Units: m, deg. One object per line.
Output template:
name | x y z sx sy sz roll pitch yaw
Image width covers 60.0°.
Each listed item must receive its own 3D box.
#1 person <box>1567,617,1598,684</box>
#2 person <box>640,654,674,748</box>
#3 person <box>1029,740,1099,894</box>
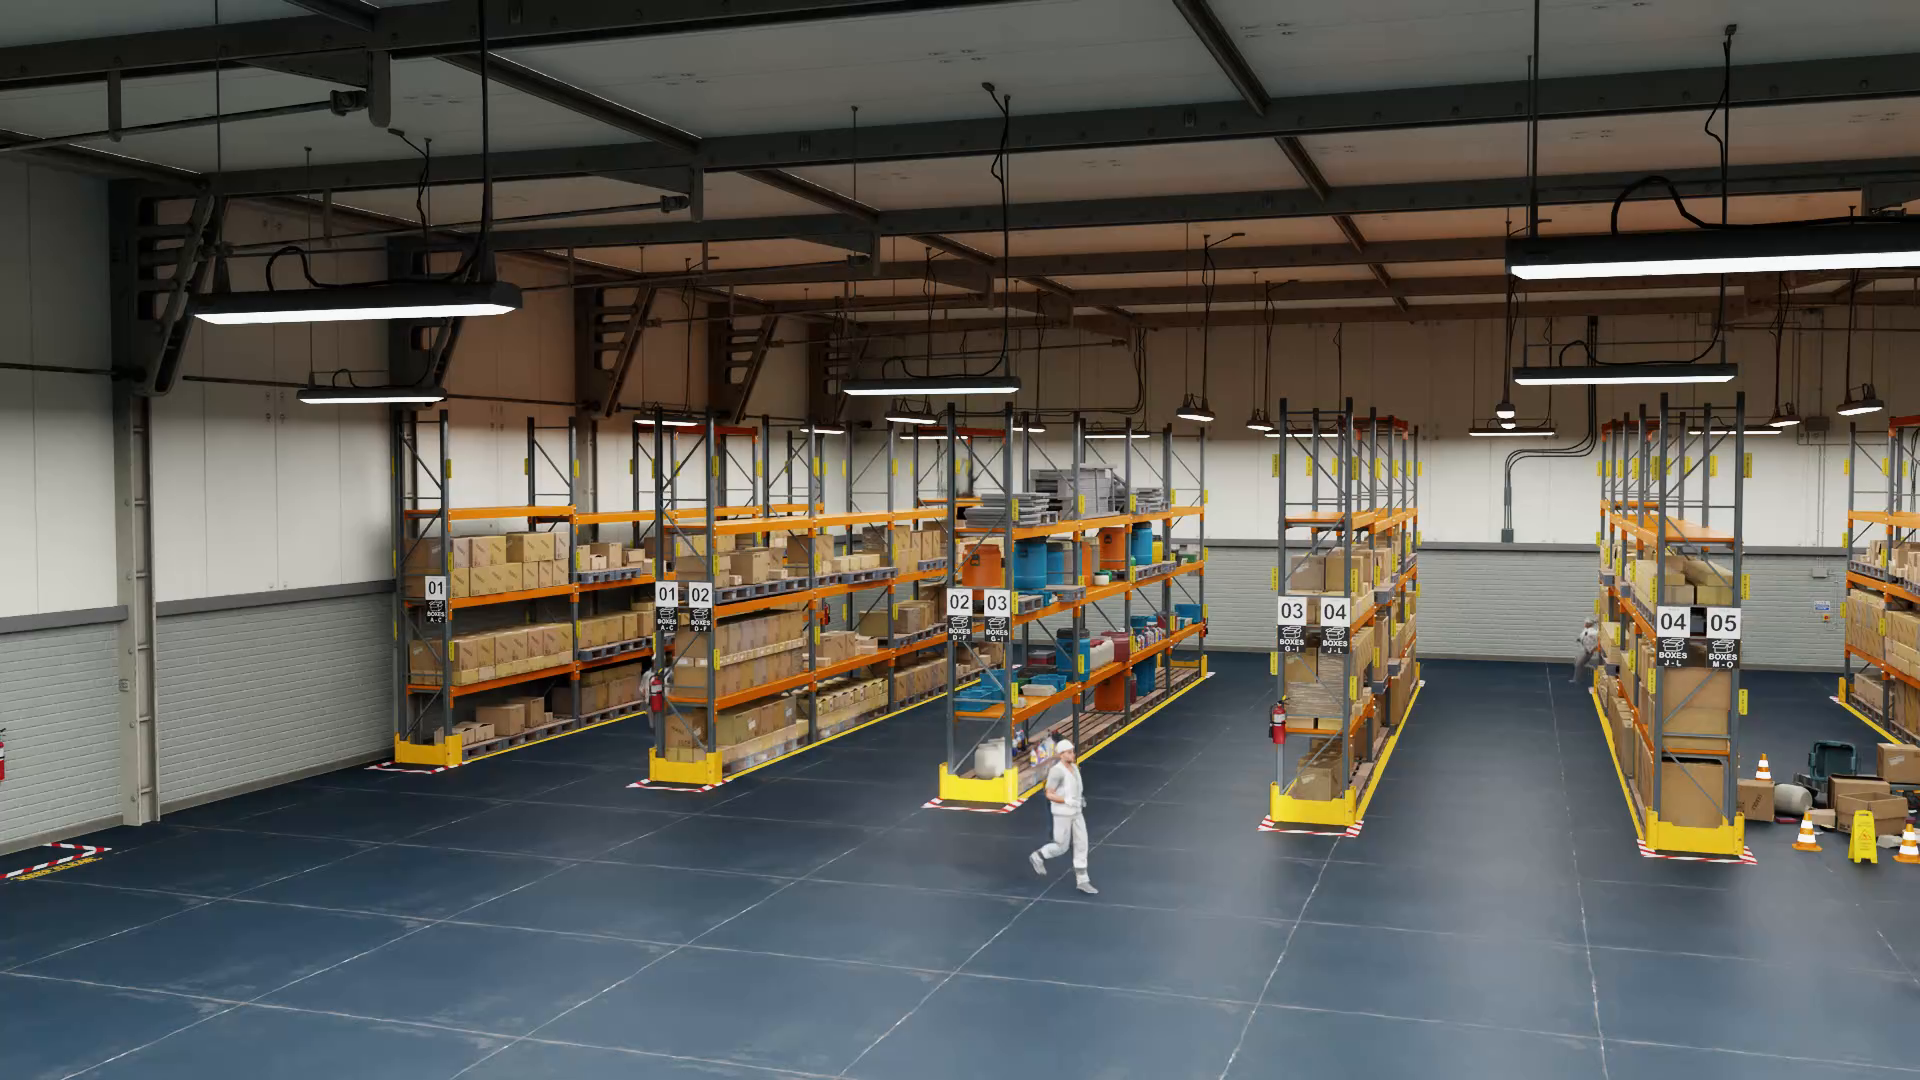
person | 14.480 2.562 38.411 0.788 1.620 0.694 1 3 15
person | -5.289 2.863 29.131 0.661 1.770 0.935 0 2 8
person | 1.244 3.263 19.749 0.956 1.789 0.653 2 3 40
